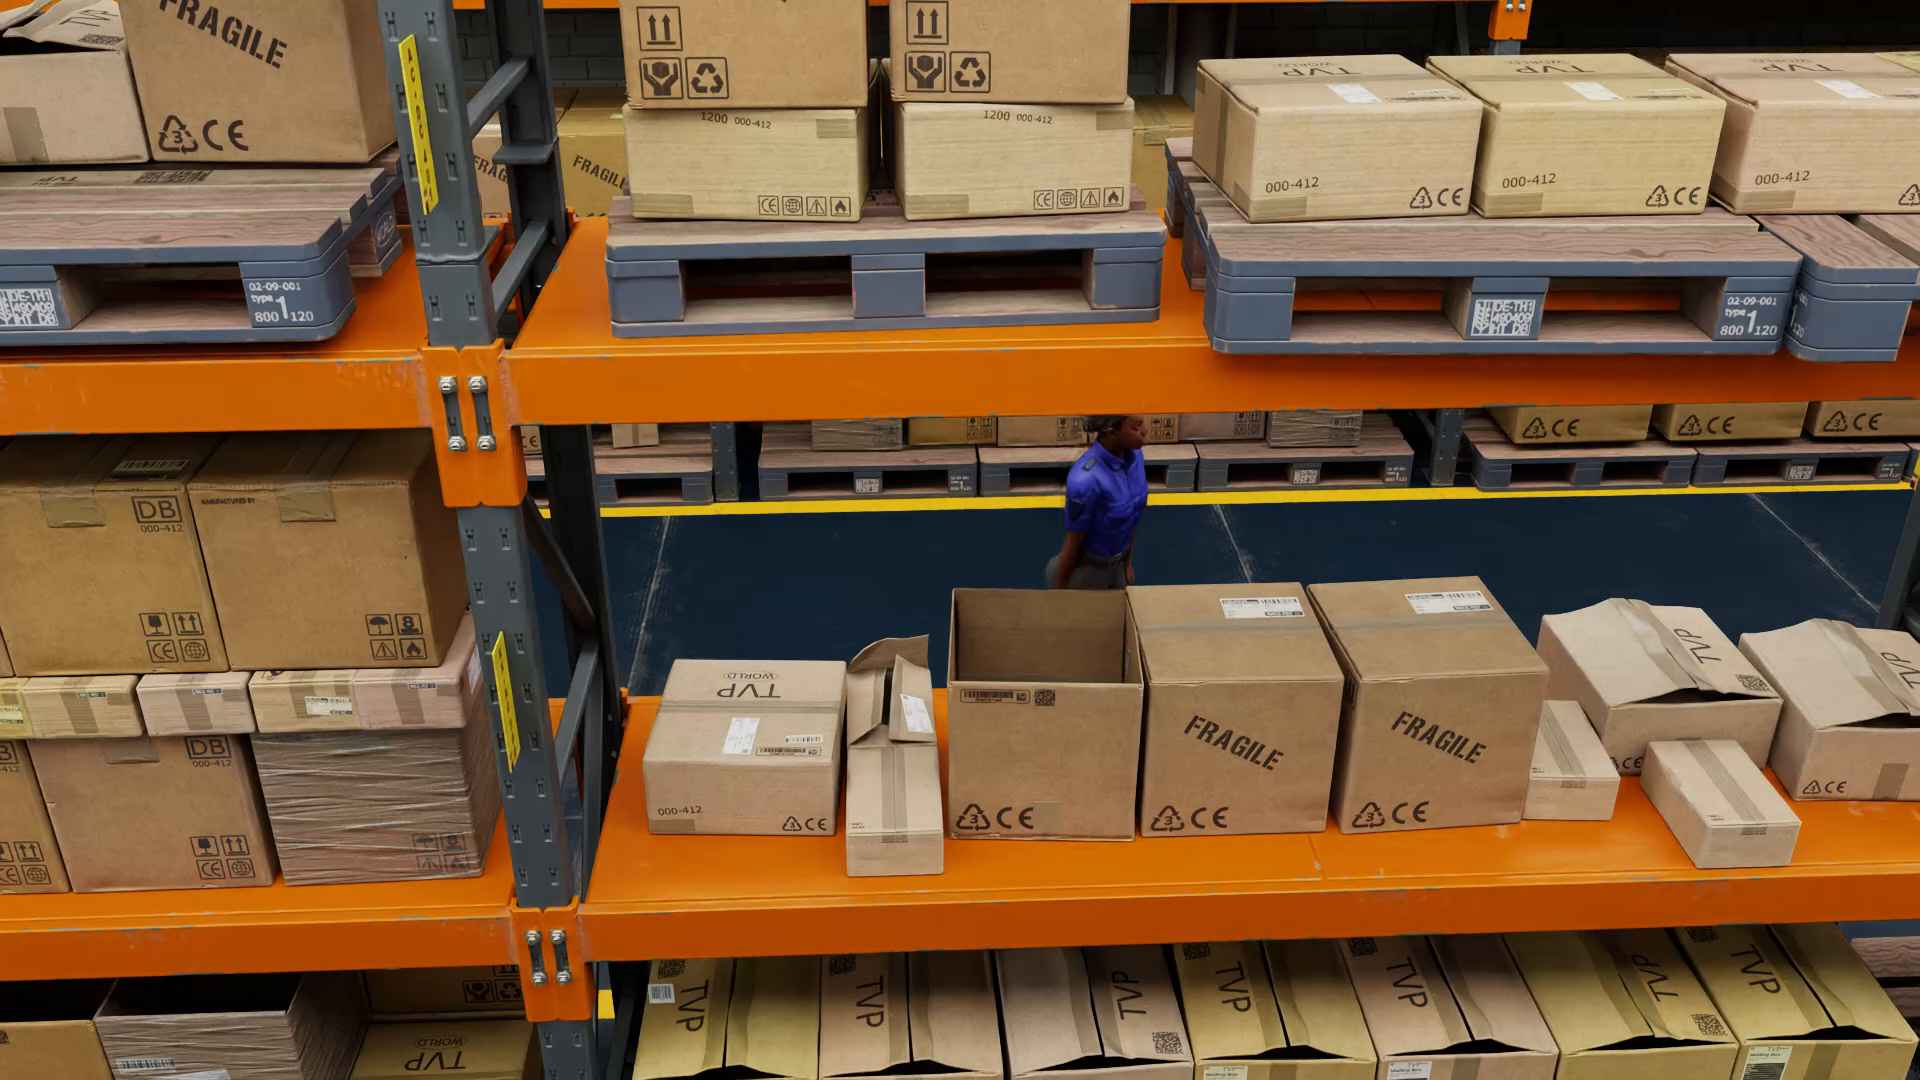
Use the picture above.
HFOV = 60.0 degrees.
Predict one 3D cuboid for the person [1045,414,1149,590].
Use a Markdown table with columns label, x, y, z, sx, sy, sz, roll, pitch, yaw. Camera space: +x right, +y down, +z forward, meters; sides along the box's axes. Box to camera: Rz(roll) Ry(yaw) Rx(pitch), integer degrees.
| label | x | y | z | sx | sy | sz | roll | pitch | yaw |
| --- | --- | --- | --- | --- | --- | --- | --- | --- | --- |
| person | 0.472 | 0.124 | 6.767 | 0.629 | 1.624 | 0.472 | 18 | 33 | 31 |
